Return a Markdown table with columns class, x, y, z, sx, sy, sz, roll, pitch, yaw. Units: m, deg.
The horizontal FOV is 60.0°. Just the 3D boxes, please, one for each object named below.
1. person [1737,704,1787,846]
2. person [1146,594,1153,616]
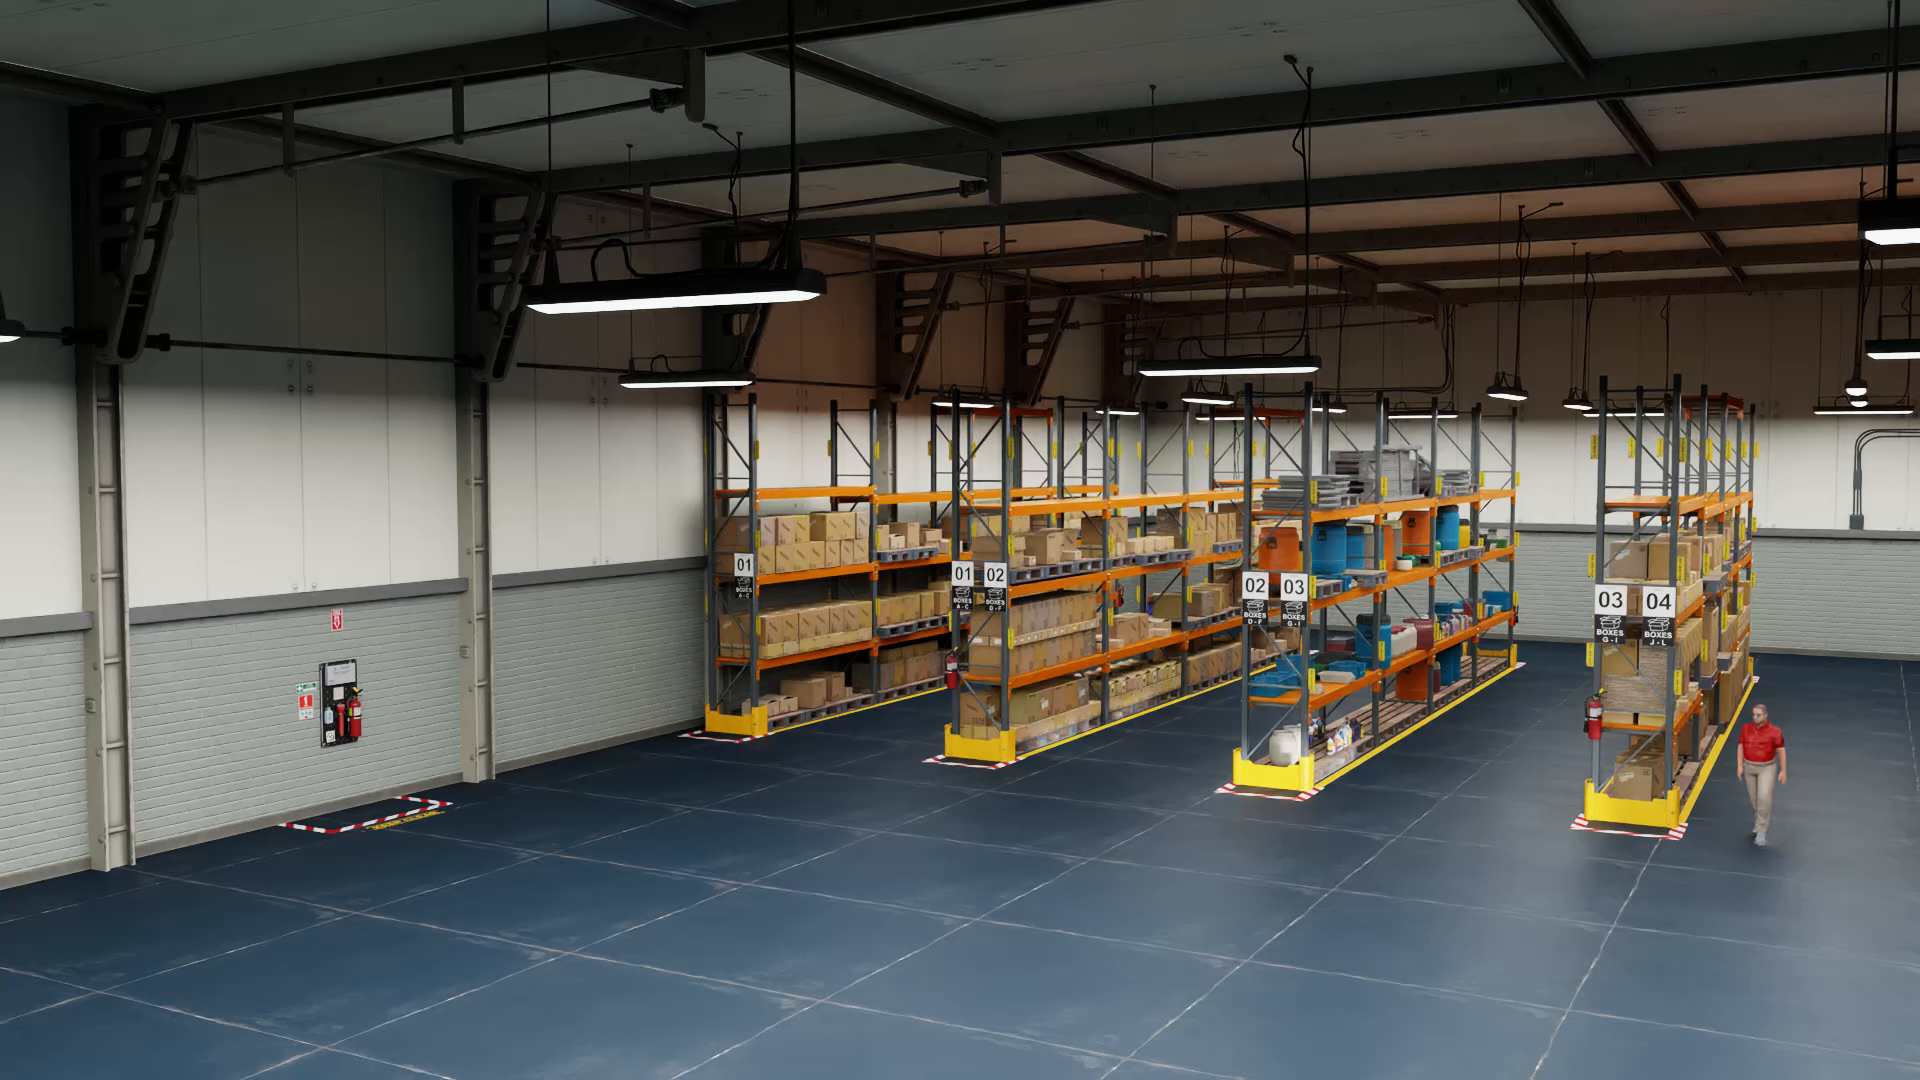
| class | x | y | z | sx | sy | sz | roll | pitch | yaw |
| --- | --- | --- | --- | --- | --- | --- | --- | --- | --- |
| person | 10.286 | 2.984 | 21.436 | 0.833 | 1.723 | 0.582 | -2 | 4 | -36 |
| person | 4.485 | 2.067 | 39.221 | 0.461 | 1.593 | 1.033 | 1 | 3 | 25 |
